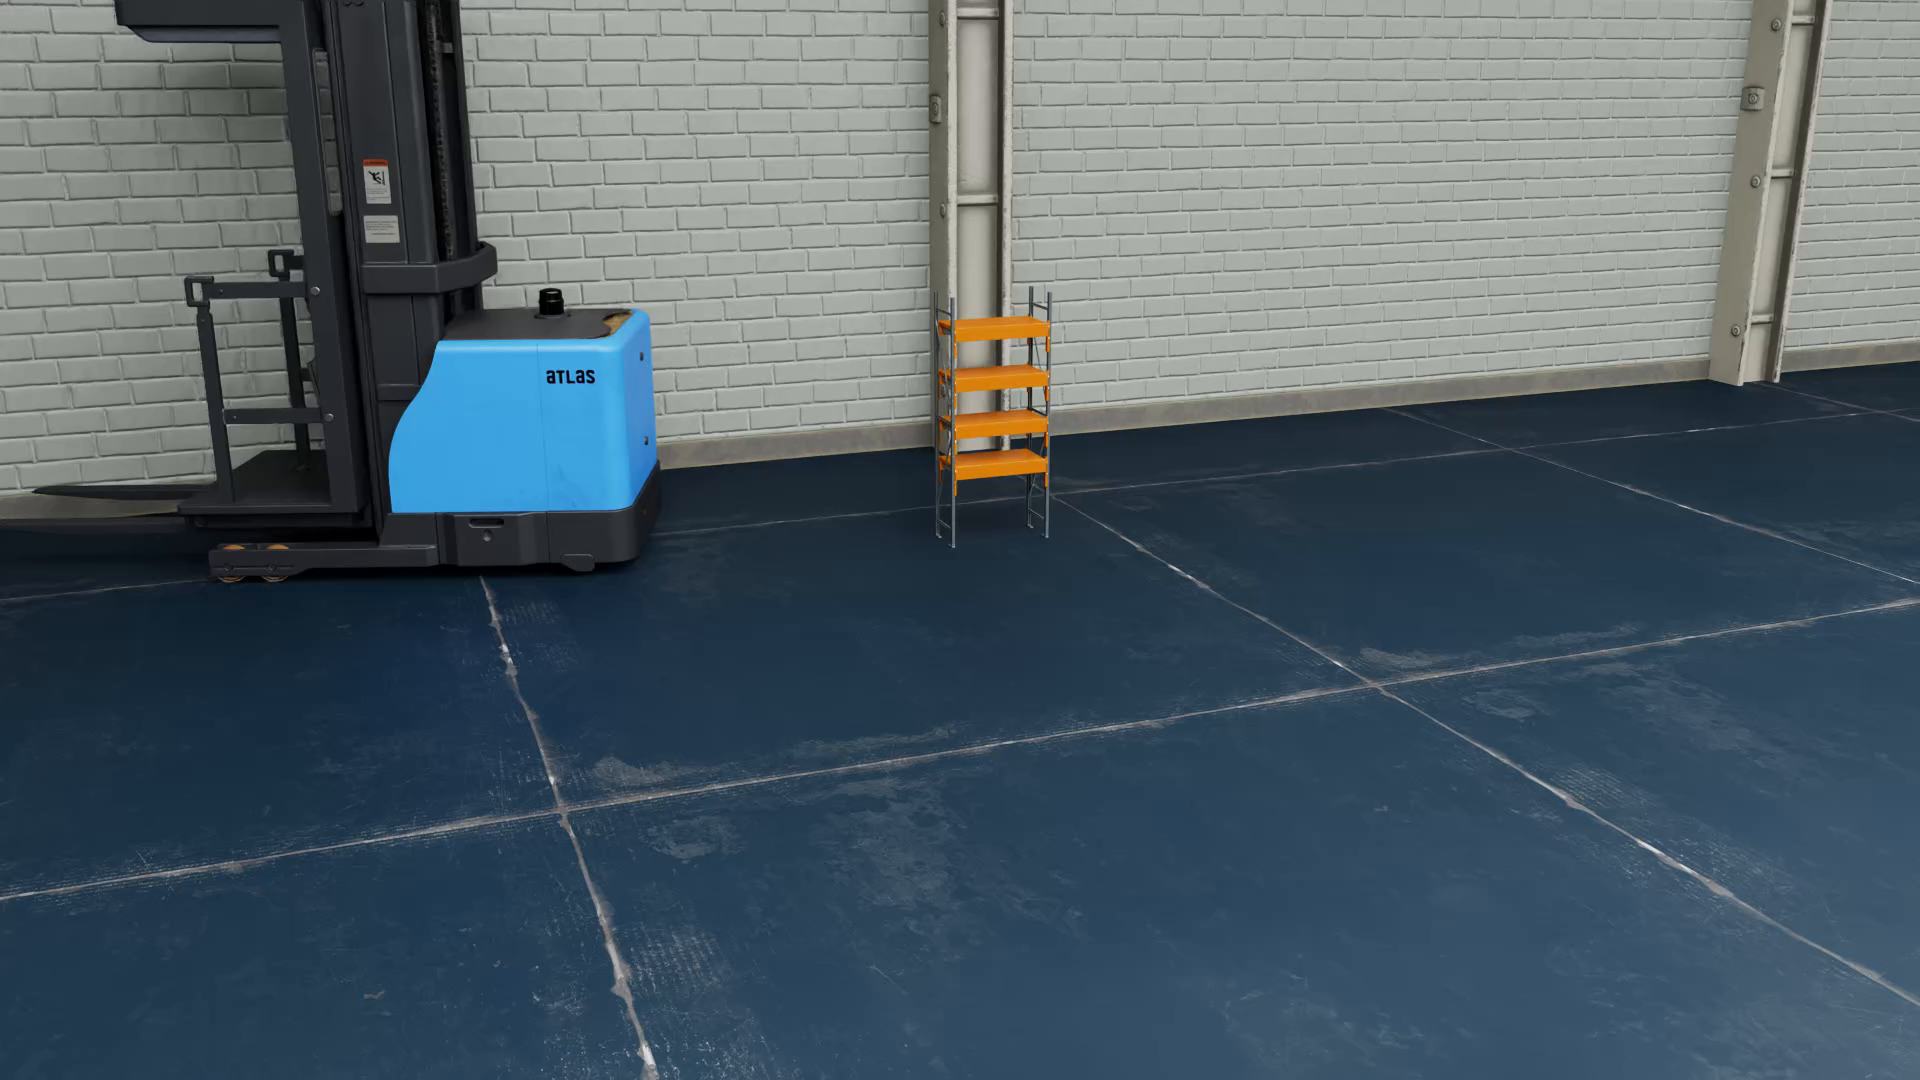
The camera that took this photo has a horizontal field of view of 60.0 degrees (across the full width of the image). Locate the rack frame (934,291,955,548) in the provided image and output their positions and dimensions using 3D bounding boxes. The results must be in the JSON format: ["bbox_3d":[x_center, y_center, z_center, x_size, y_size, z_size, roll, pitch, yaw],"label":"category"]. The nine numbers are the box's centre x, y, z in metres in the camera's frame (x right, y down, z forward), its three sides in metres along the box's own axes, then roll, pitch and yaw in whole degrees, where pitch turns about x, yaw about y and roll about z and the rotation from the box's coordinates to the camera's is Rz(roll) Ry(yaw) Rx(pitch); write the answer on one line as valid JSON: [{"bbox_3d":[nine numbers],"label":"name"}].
[{"bbox_3d":[-0.073,-0.568,7.902,0.015,1.200,0.240,-6,17,-20],"label":"rack frame"}]

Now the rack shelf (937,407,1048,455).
[{"bbox_3d":[0.155,-0.528,8.005,0.480,0.148,0.258,-6,17,-20],"label":"rack shelf"}]

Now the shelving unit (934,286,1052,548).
[{"bbox_3d":[0.155,-0.592,7.986,0.503,1.200,0.258,-6,17,-20],"label":"shelving unit"}]

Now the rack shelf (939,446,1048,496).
[{"bbox_3d":[0.155,-0.337,8.061,0.480,0.148,0.258,-6,17,-20],"label":"rack shelf"}]

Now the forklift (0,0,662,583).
[{"bbox_3d":[-3.003,-1.368,7.553,3.031,2.935,1.130,-1,16,-2],"label":"forklift"}]

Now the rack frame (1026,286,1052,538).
[{"bbox_3d":[0.382,-0.617,8.070,0.015,1.200,0.240,-6,17,-20],"label":"rack frame"}]

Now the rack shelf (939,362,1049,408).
[{"bbox_3d":[0.155,-0.742,7.942,0.480,0.148,0.258,-6,17,-20],"label":"rack shelf"}]

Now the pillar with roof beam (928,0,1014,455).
[{"bbox_3d":[1.602,-3.739,4.859,0.400,9.000,9.100,-6,17,-20],"label":"pillar with roof beam"}]

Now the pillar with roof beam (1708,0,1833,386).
[{"bbox_3d":[7.205,-4.344,6.919,0.400,9.000,9.100,-6,17,-20],"label":"pillar with roof beam"}]

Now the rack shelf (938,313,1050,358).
[{"bbox_3d":[0.155,-0.969,7.875,0.480,0.148,0.258,-6,17,-20],"label":"rack shelf"}]
